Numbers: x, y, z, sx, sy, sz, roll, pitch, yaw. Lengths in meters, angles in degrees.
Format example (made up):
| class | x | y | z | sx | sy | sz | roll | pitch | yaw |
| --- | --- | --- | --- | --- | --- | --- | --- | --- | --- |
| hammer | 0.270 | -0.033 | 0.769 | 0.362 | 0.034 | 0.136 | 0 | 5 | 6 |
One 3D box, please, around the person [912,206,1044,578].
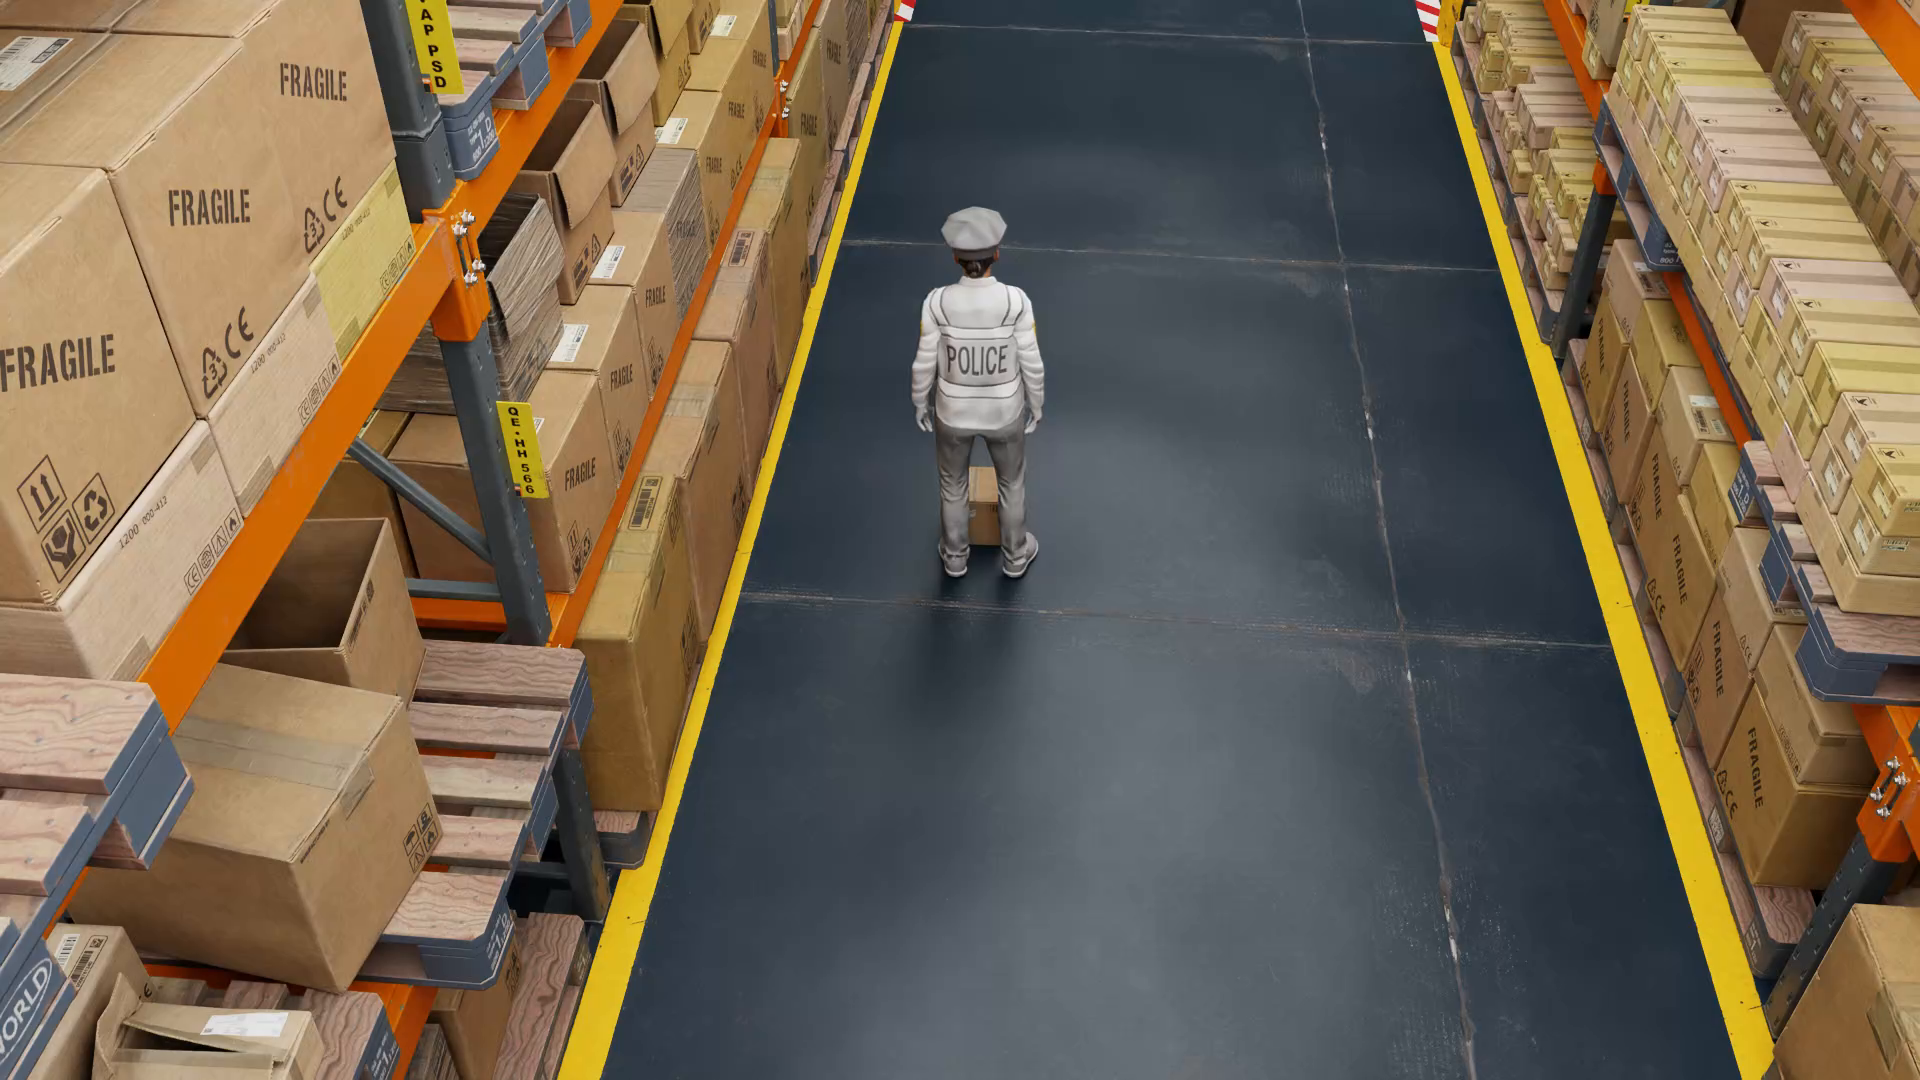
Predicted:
| class | x | y | z | sx | sy | sz | roll | pitch | yaw |
| --- | --- | --- | --- | --- | --- | --- | --- | --- | --- |
| person | 0.074 | -0.538 | 6.788 | 0.539 | 1.663 | 0.377 | 2 | 40 | 2 |
